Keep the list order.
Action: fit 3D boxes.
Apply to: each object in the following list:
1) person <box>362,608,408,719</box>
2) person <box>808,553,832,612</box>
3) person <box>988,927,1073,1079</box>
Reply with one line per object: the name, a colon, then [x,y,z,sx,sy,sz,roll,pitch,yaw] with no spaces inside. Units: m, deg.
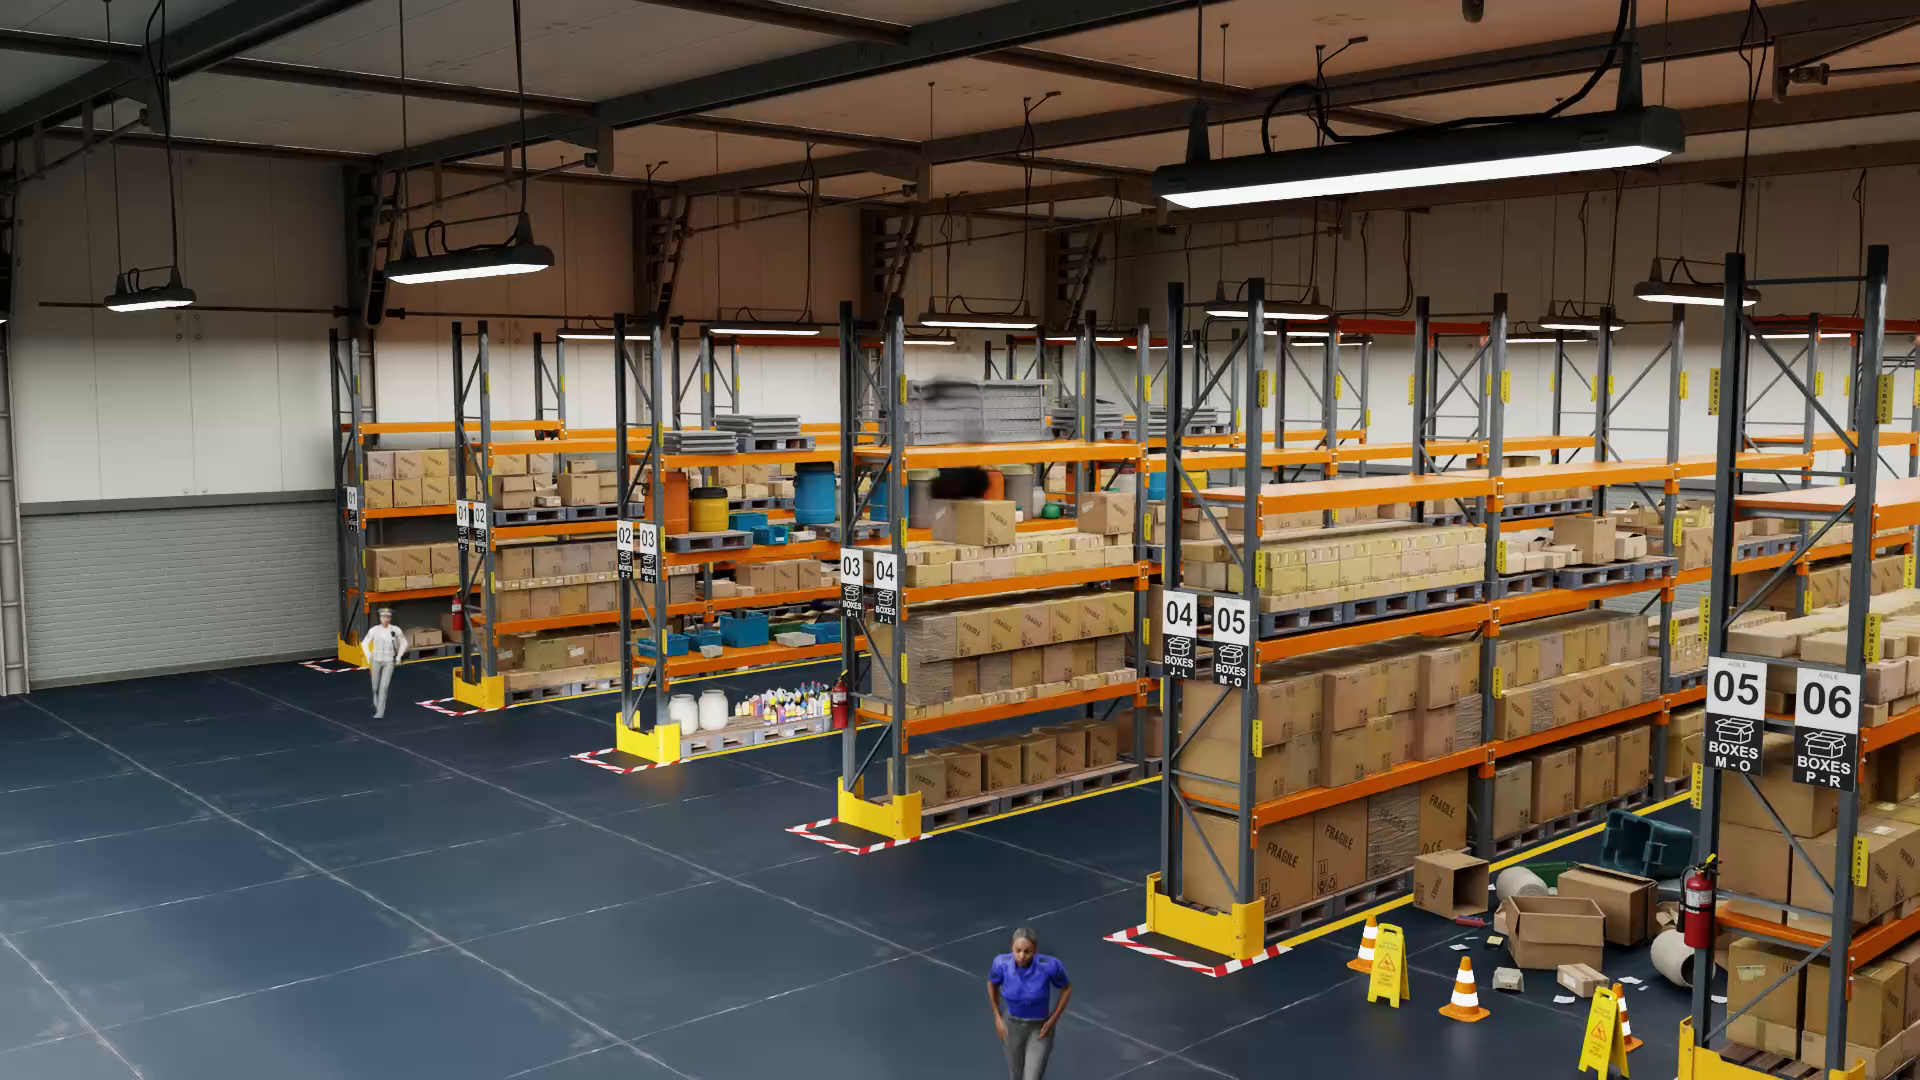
person: [-8.752,1.844,25.313,0.665,1.656,0.811,-1,6,-14]
person: [-2.923,1.038,33.992,0.593,1.576,0.654,5,7,41]
person: [0.464,3.299,11.225,0.549,1.609,0.847,1,6,6]
